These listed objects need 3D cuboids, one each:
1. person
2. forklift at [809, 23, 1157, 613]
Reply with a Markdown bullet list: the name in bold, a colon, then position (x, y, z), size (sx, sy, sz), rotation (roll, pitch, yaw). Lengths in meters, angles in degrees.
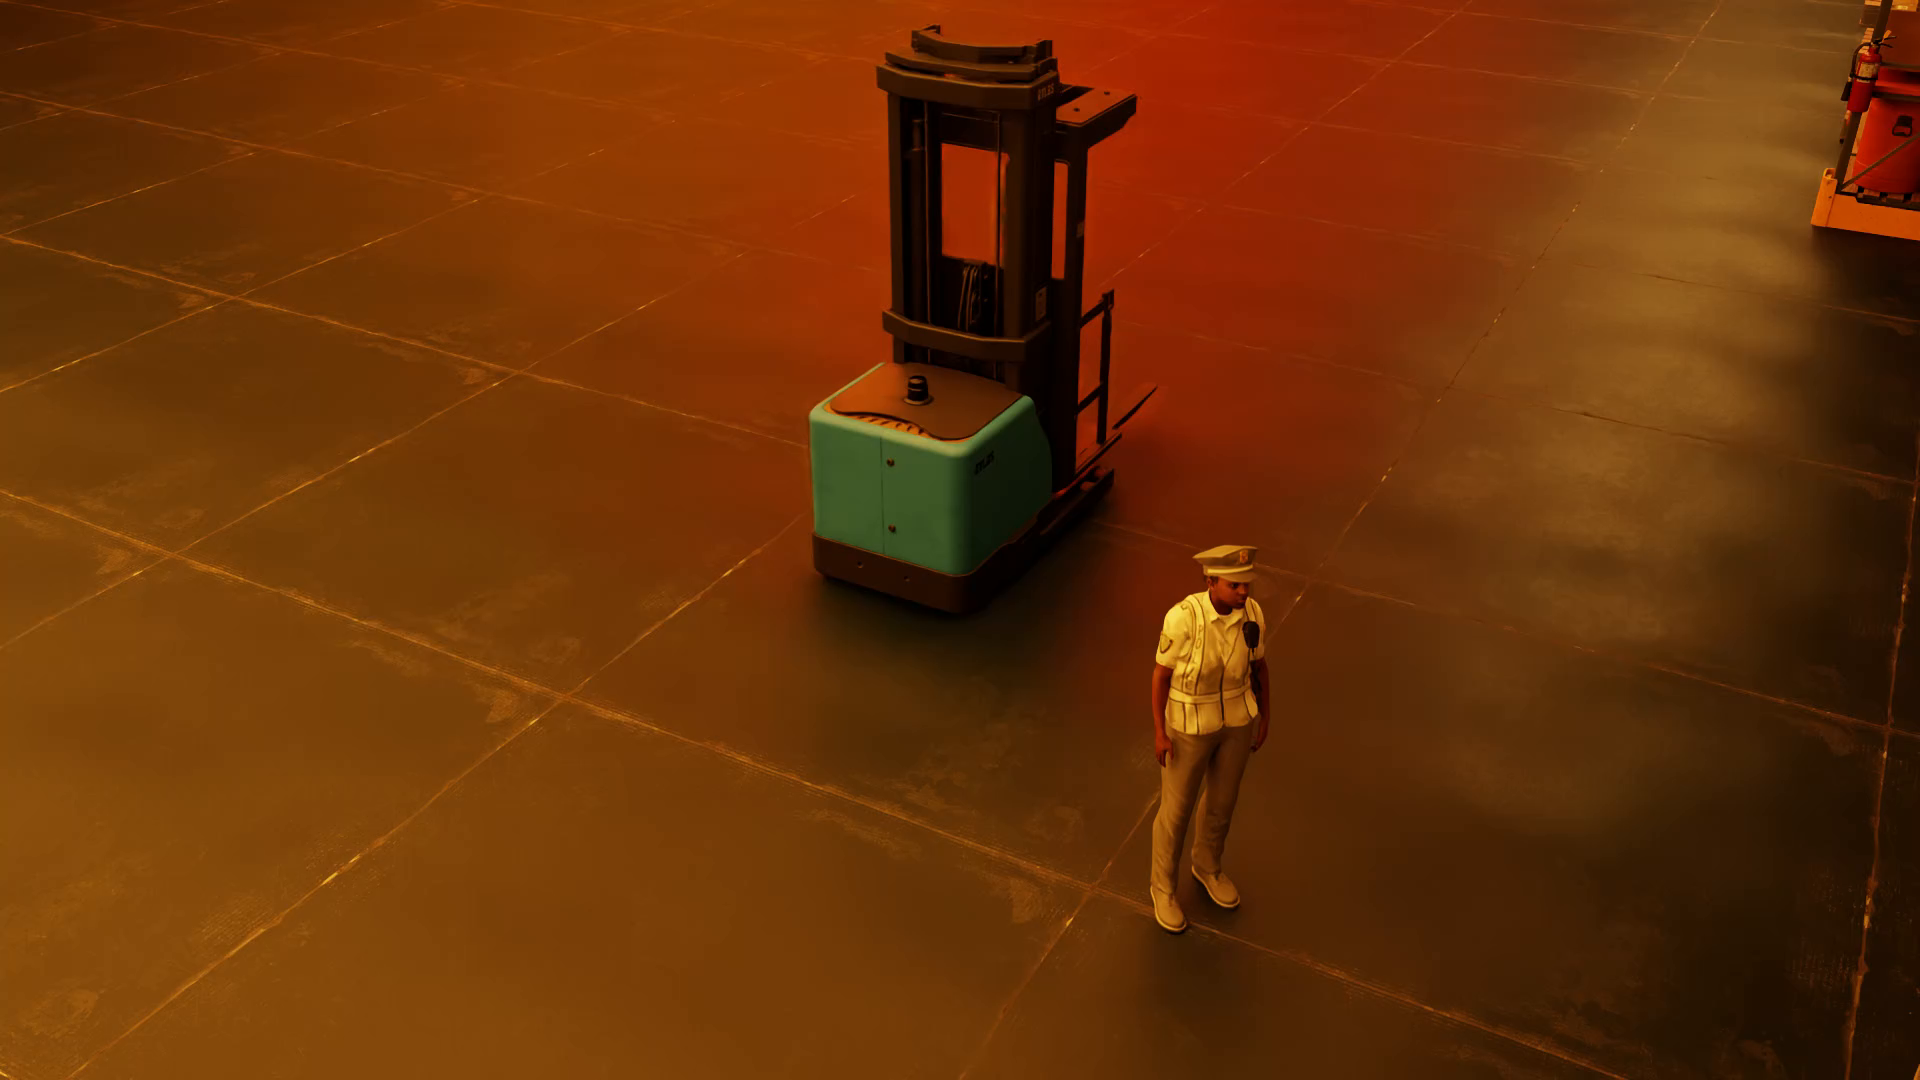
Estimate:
- **person**: position (1.062, 0.797, 6.926), size (0.547, 1.704, 0.503), rotation (-9, 31, -15)
- **forklift**: position (0.317, -1.570, 9.791), size (1.130, 2.935, 3.031), rotation (16, 34, 25)
